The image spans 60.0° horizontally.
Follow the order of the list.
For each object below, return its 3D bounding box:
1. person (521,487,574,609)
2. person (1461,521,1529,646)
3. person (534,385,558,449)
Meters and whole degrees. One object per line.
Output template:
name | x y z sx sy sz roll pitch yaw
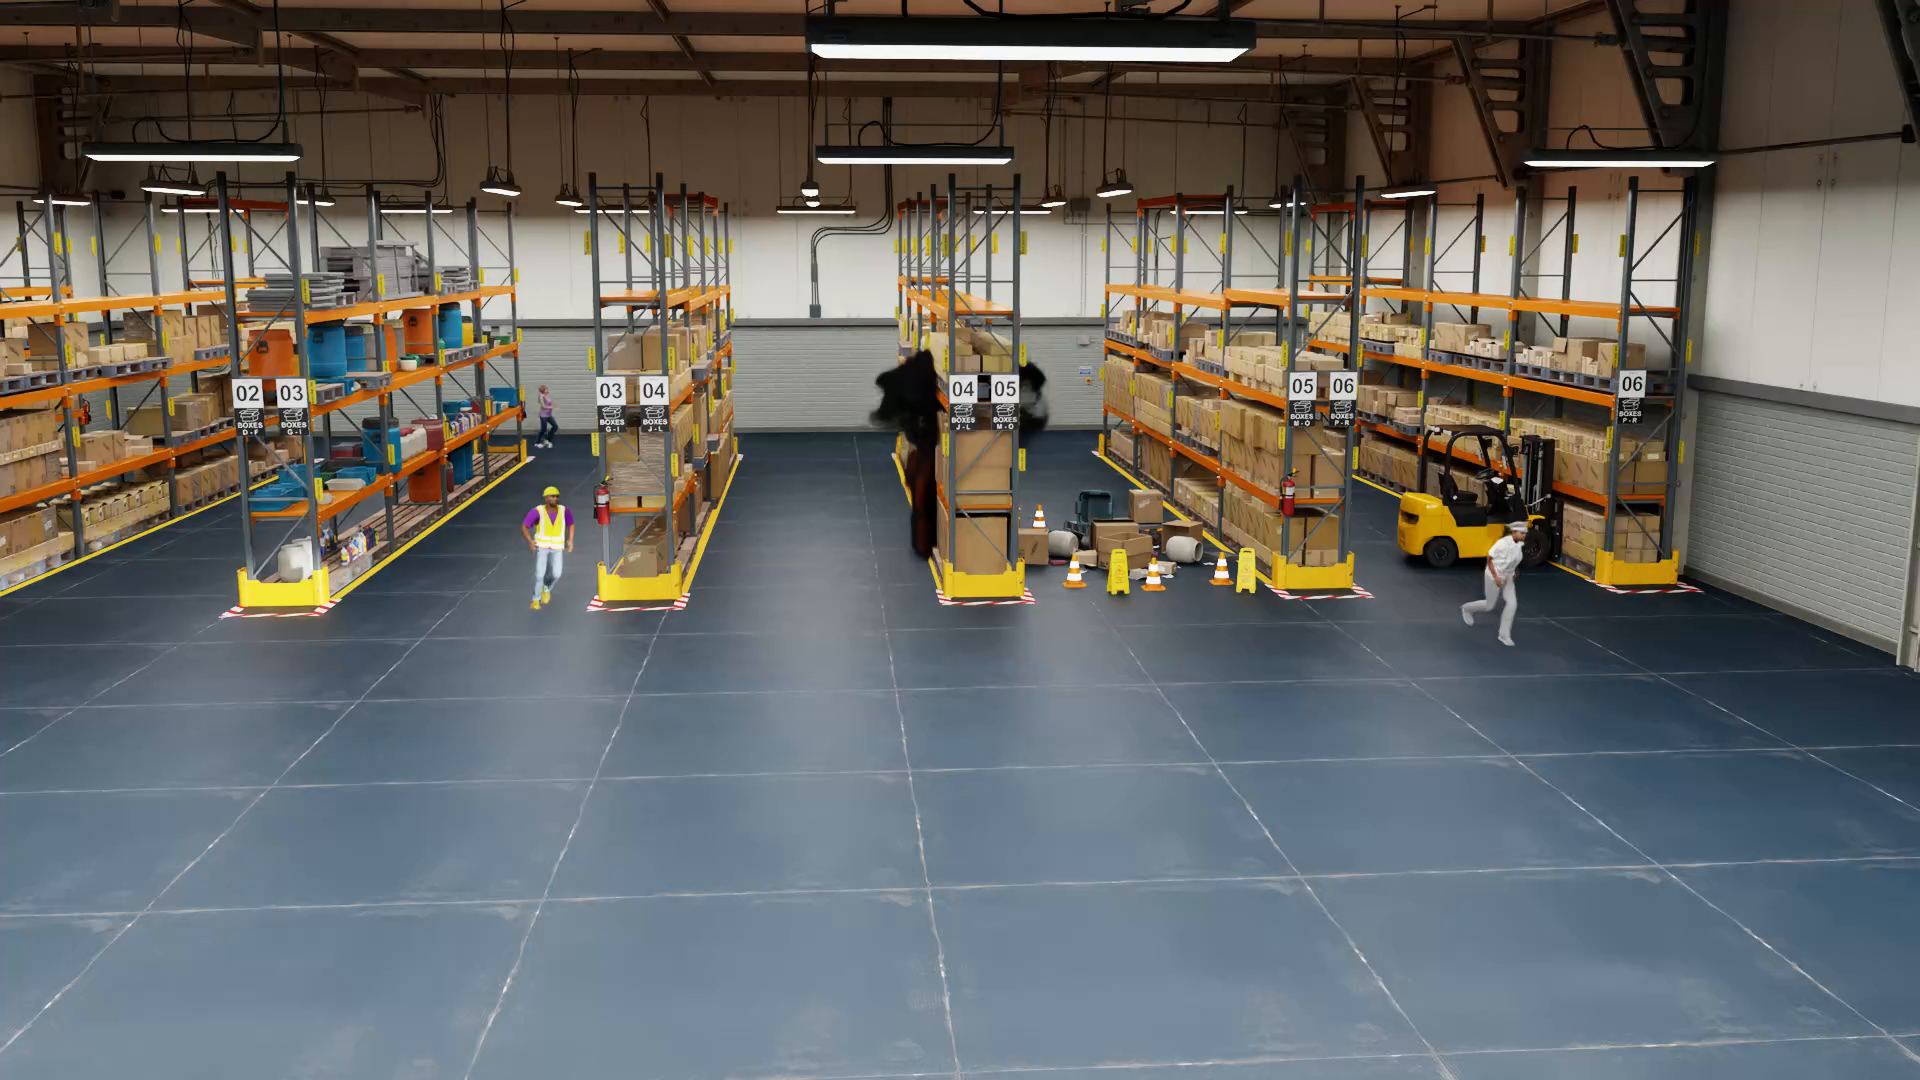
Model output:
person | -5.715 0.109 23.200 0.762 1.708 0.520 -4 11 -23
person | 6.875 0.509 21.365 0.587 1.630 0.927 -7 12 -36
person | -10.313 -3.066 41.452 0.667 1.604 0.509 2 10 12
